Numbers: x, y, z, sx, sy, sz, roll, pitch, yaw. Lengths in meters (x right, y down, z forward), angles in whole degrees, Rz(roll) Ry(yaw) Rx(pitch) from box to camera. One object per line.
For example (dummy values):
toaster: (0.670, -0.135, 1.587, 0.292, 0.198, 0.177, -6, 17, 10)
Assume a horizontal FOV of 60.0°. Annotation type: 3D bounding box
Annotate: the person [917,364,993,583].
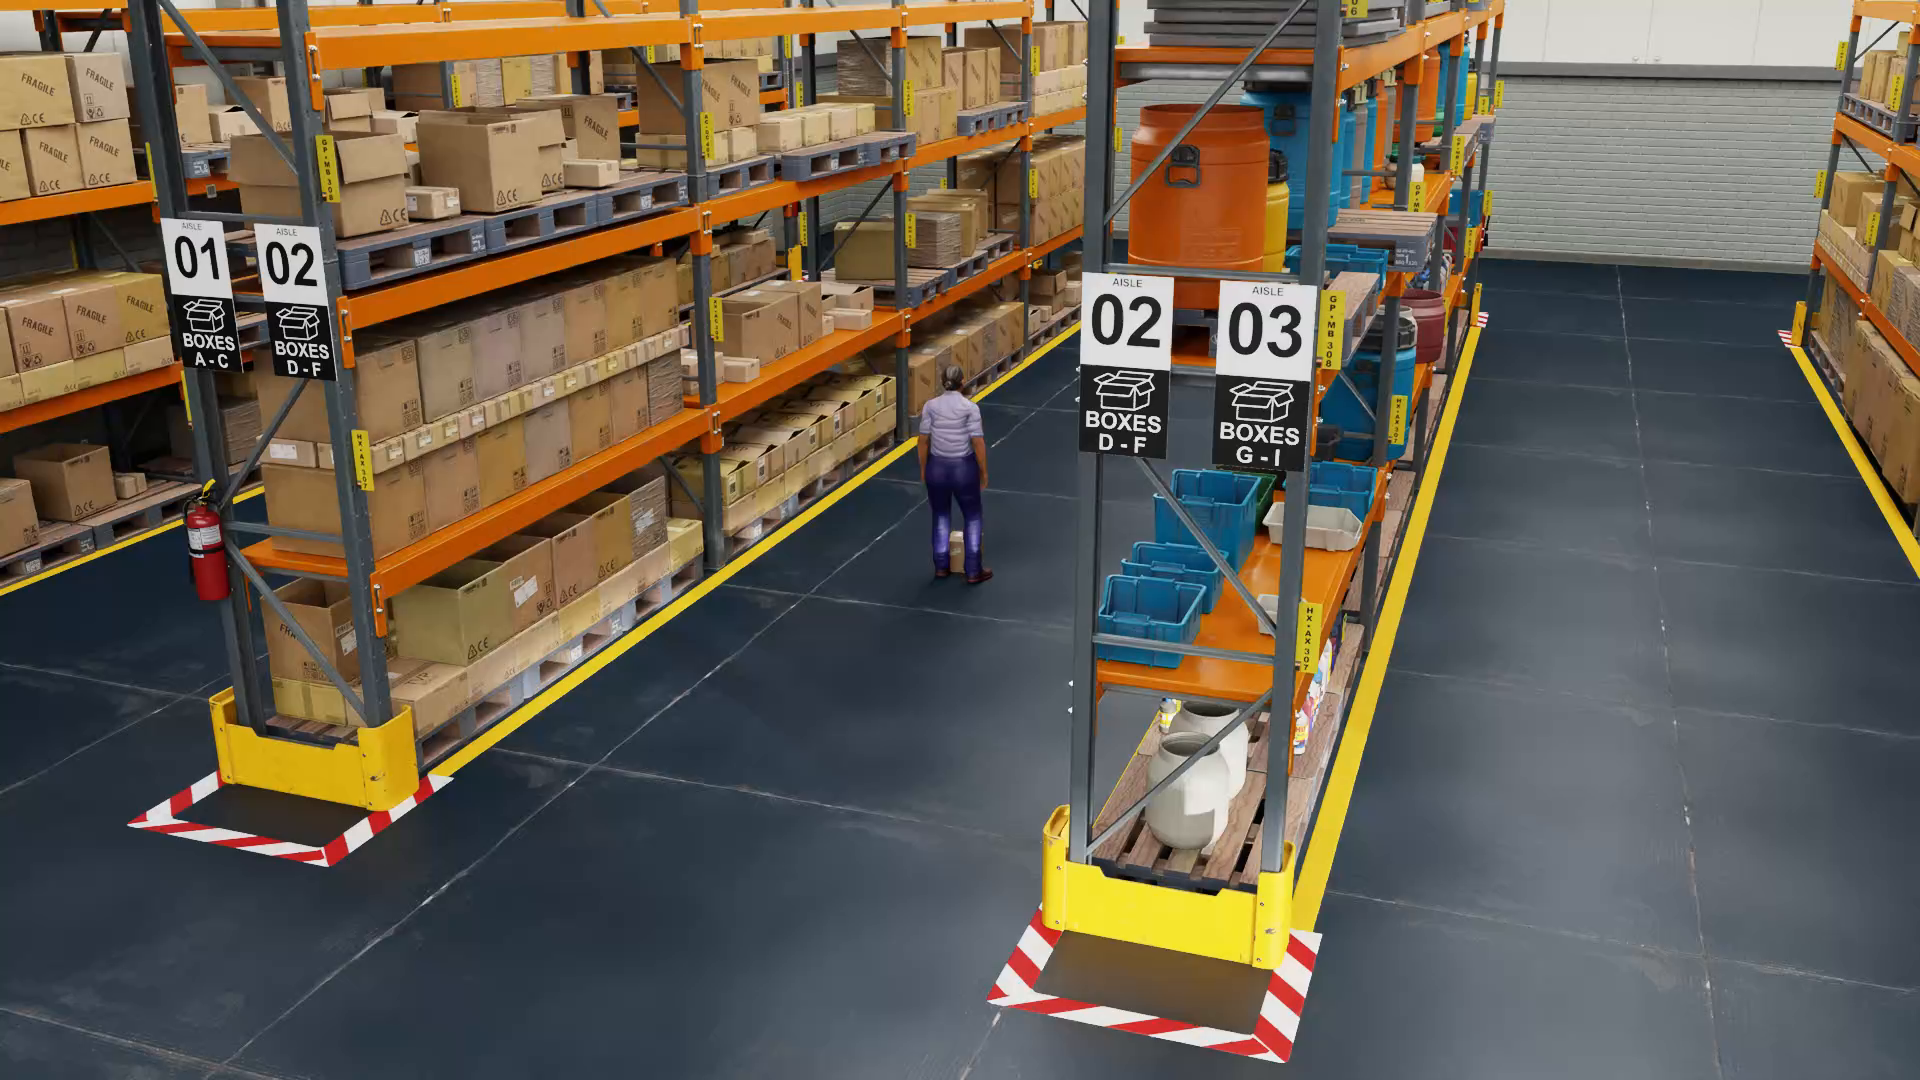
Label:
person: (-0.037, -0.501, 12.554, 0.557, 1.648, 0.416, 6, 20, 16)
